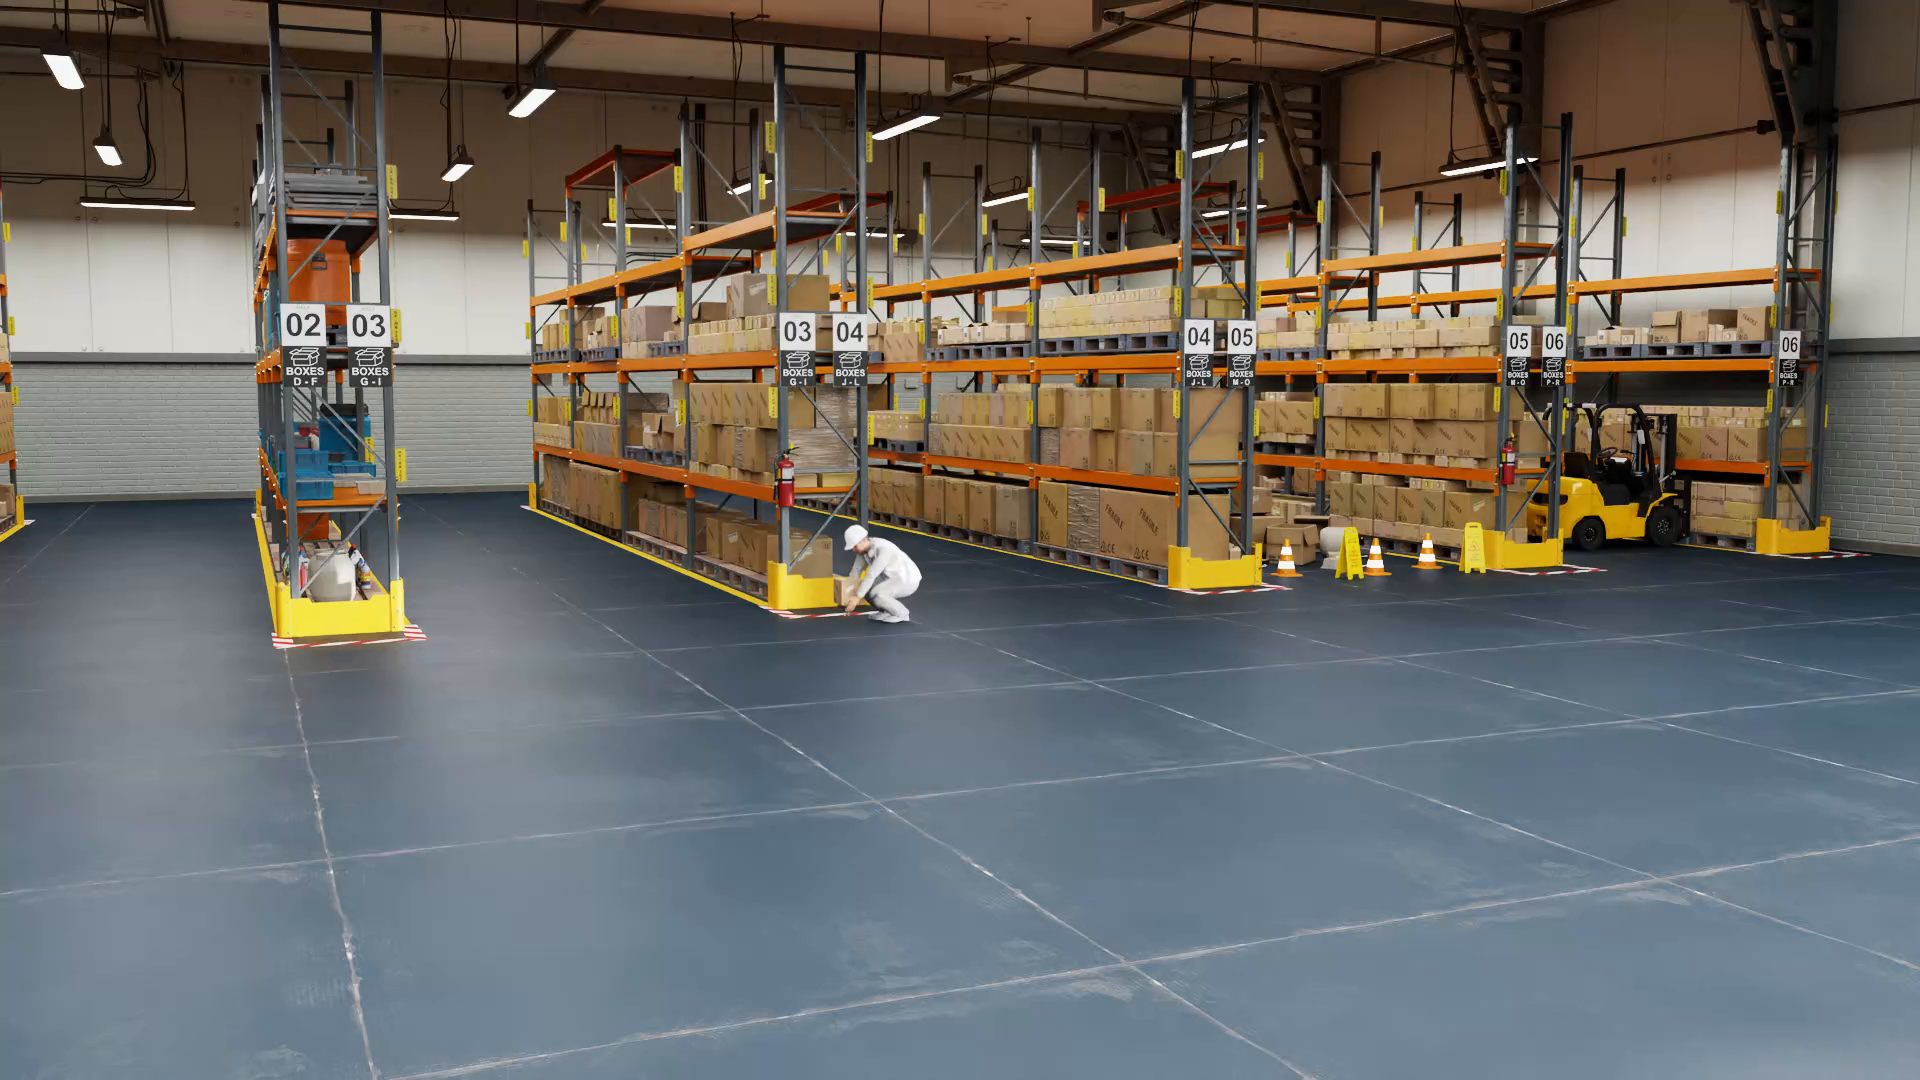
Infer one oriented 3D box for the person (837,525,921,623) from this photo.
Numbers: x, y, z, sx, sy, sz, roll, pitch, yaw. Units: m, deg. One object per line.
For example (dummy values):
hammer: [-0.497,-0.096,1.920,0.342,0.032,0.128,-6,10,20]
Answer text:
person: [-0.827,0.340,17.107,0.863,1.018,0.518,-2,6,-24]
